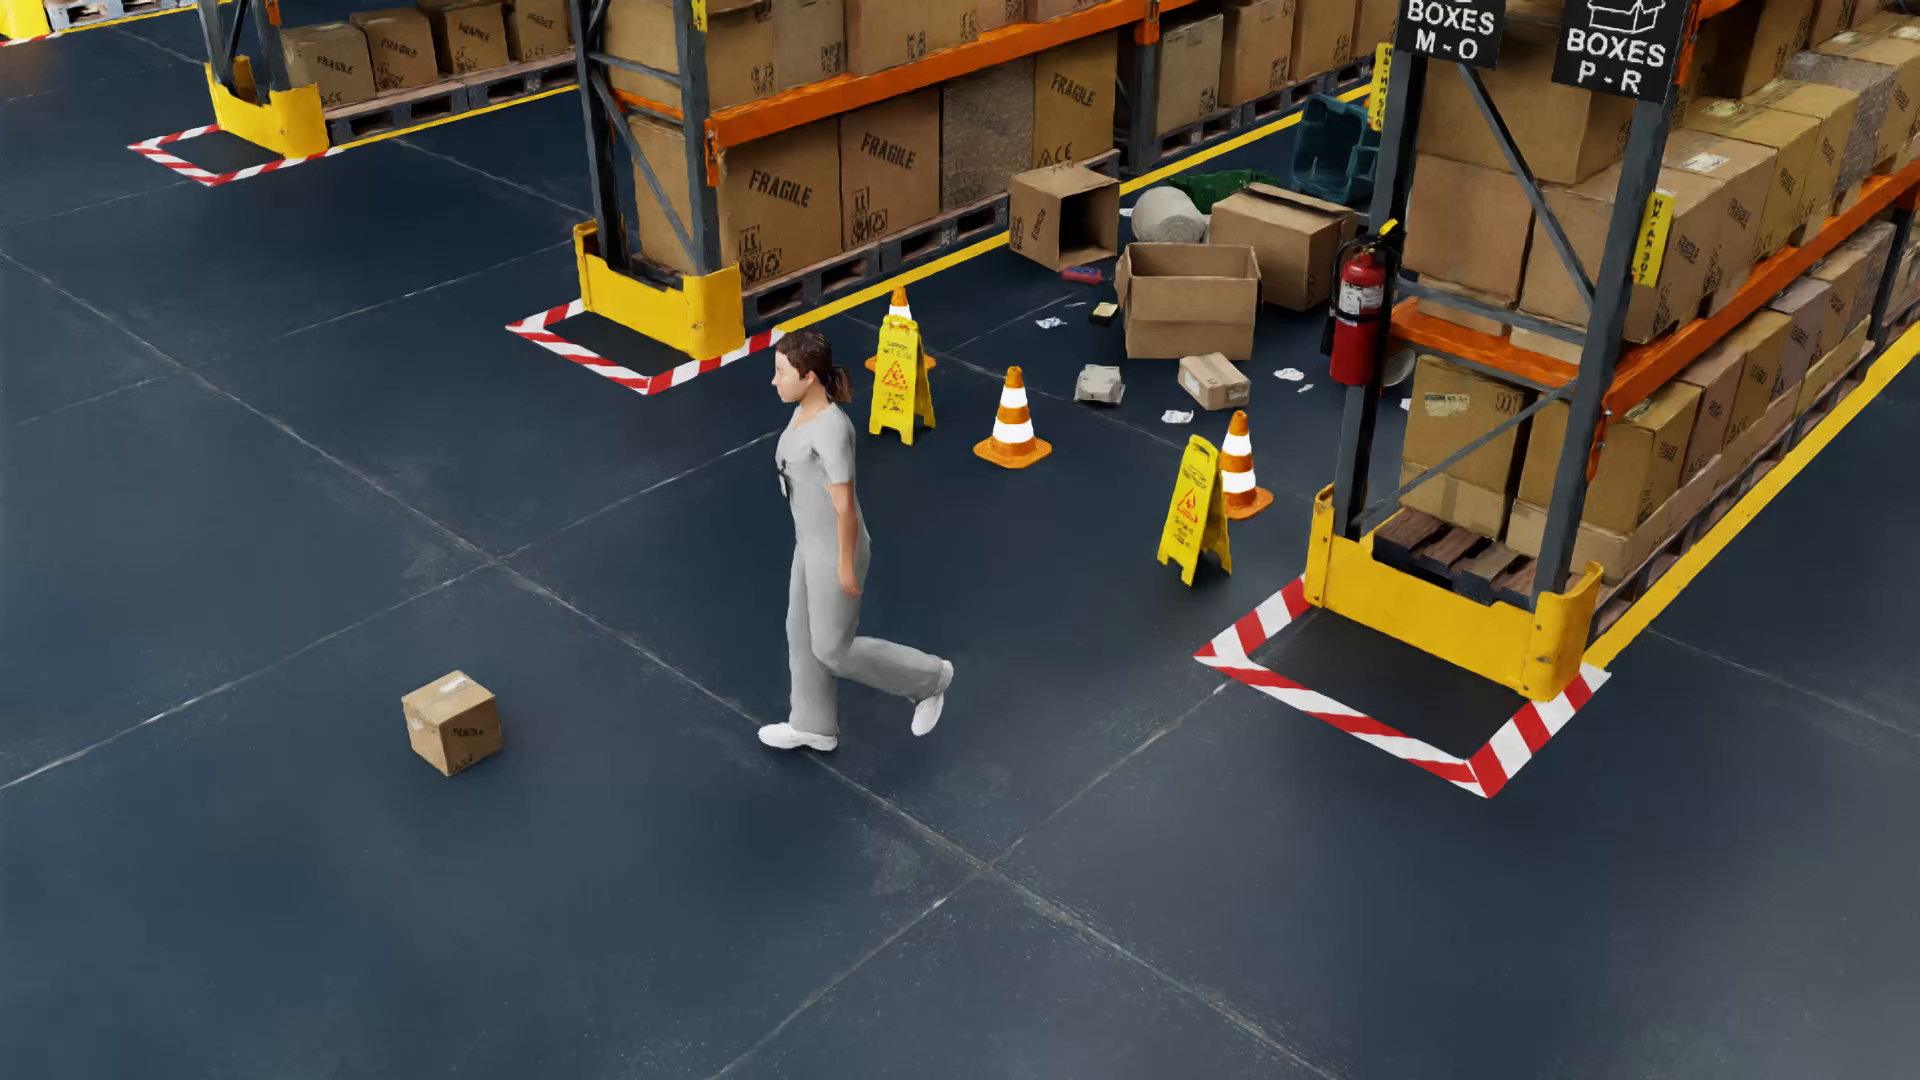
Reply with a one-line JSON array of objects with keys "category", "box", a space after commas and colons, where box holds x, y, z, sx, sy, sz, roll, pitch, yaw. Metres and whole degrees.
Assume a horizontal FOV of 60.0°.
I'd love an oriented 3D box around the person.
[{"category": "person", "box": [-0.422, 0.018, 6.109, 0.750, 1.644, 0.506, -7, 32, -11]}]
